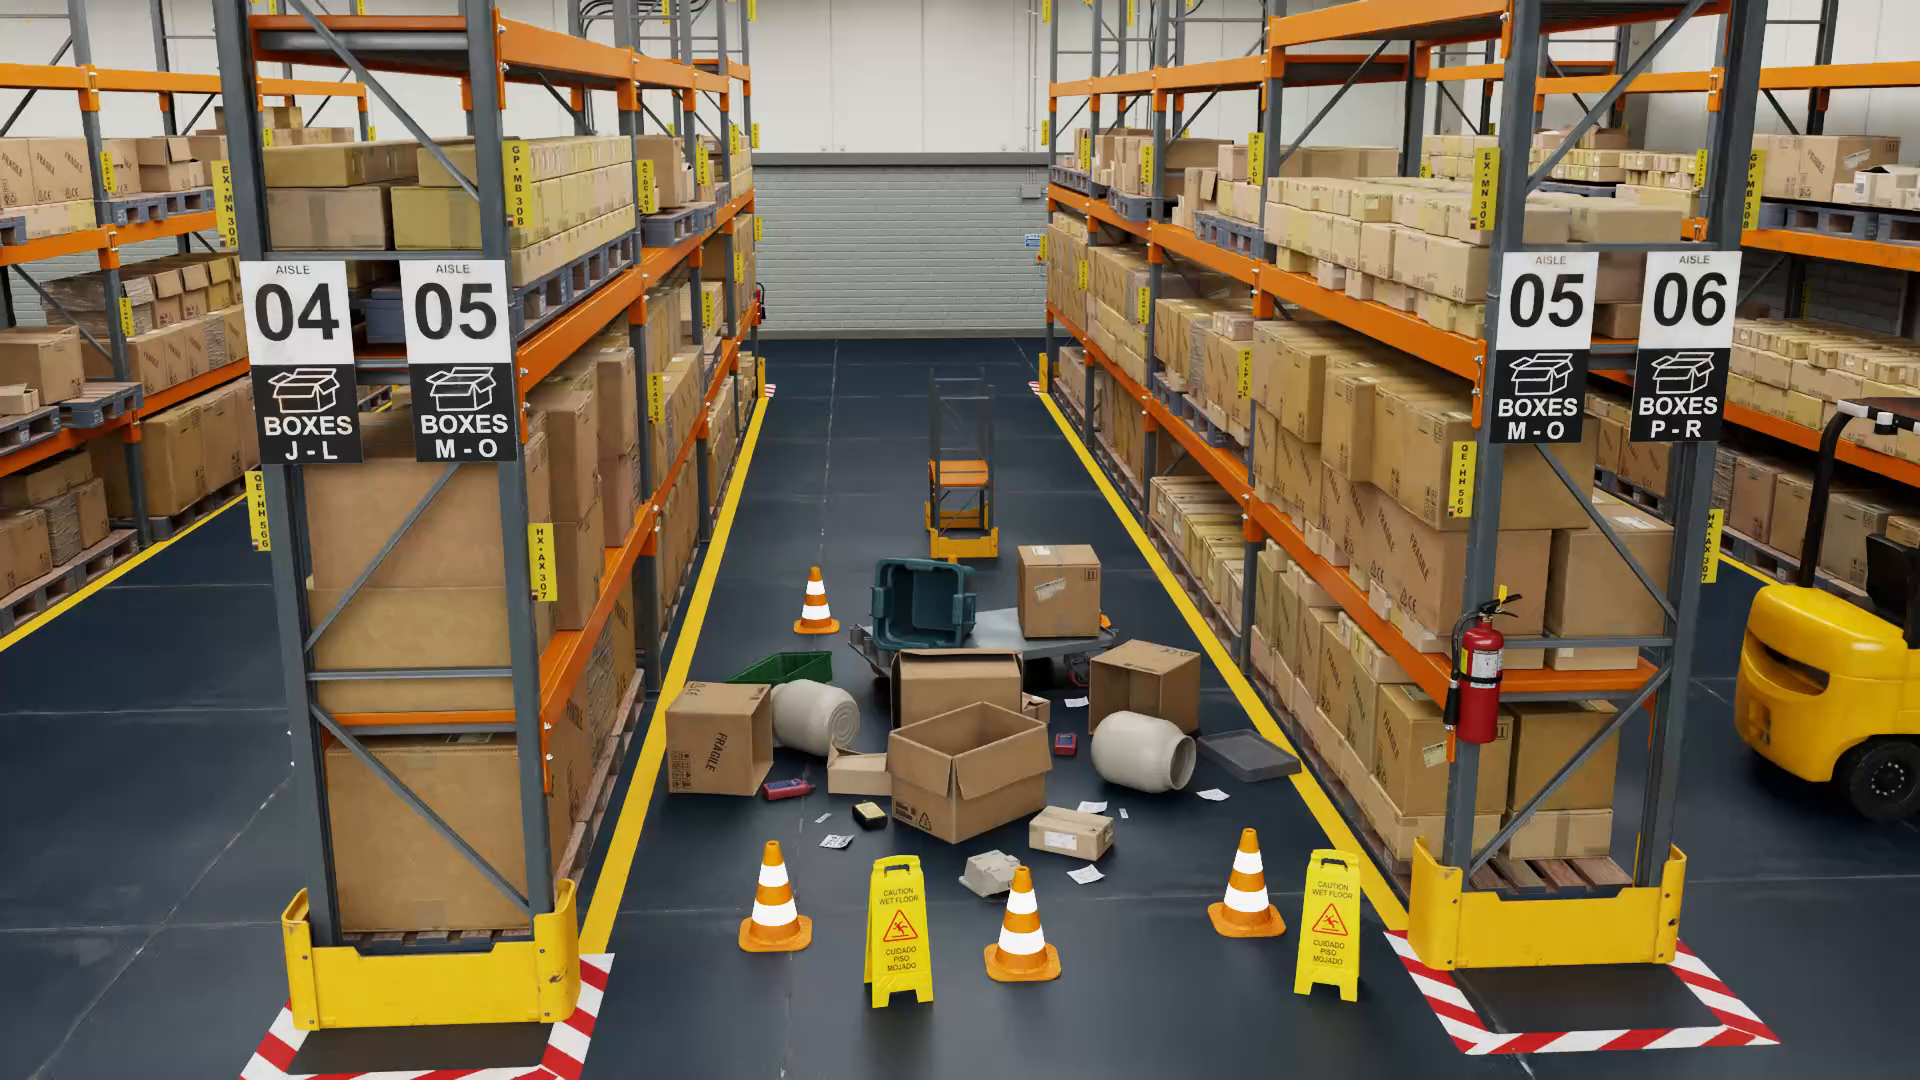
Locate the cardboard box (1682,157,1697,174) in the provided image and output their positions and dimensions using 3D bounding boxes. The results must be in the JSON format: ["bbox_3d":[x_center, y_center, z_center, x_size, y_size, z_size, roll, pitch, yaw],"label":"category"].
[{"bbox_3d":[6.825,-3.411,15.149,0.380,0.149,0.250,0,14,-2],"label":"cardboard box"}]

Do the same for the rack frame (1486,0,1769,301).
[{"bbox_3d":[2.683,-2.451,6.494,1.000,3.000,0.127,-1,14,-3],"label":"rack frame"}]

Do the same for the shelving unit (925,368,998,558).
[{"bbox_3d":[0.005,-0.707,14.766,0.587,1.500,1.083,-1,14,-3],"label":"shelving unit"}]

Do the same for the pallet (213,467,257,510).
[{"bbox_3d":[-7.750,-0.532,16.671,1.003,0.211,1.213,-1,14,-3],"label":"pallet"}]

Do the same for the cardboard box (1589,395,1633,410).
[{"bbox_3d":[6.840,-1.431,17.441,0.380,0.149,0.250,-1,14,-3],"label":"cardboard box"}]

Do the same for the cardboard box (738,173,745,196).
[{"bbox_3d":[-2.813,-4.182,19.543,0.500,0.250,0.500,0,14,-1],"label":"cardboard box"}]

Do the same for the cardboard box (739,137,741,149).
[{"bbox_3d":[-2.881,-4.842,20.302,0.380,0.149,0.250,-1,14,-2],"label":"cardboard box"}]

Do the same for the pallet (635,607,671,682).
[{"bbox_3d":[-2.622,0.720,11.802,1.003,0.211,1.213,-1,14,-3],"label":"pallet"}]

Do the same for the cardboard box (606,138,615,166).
[{"bbox_3d":[-2.112,-2.135,9.144,0.380,0.149,0.250,-1,14,-2],"label":"cardboard box"}]

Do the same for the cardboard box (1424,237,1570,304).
[{"bbox_3d":[2.383,-1.193,7.328,0.500,0.250,0.500,-1,14,-4],"label":"cardboard box"}]

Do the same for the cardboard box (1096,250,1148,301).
[{"bbox_3d":[1.739,-2.823,17.771,0.500,0.500,0.500,-1,14,-4],"label":"cardboard box"}]

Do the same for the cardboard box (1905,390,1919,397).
[{"bbox_3d":[7.104,-0.906,11.826,0.500,0.250,0.500,-1,14,-5],"label":"cardboard box"}]

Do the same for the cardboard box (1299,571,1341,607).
[{"bbox_3d":[2.204,0.288,9.757,0.380,0.149,0.250,0,14,0],"label":"cardboard box"}]

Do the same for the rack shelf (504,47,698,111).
[{"bbox_3d":[-2.623,-3.300,12.039,1.077,0.370,4.000,-1,14,-3],"label":"rack shelf"}]

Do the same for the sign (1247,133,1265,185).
[{"bbox_3d":[1.882,-2.425,10.584,0.100,0.325,0.005,-1,14,-3],"label":"sign"}]

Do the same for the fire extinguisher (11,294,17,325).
[{"bbox_3d":[-12.698,-3.122,22.045,0.296,0.674,0.183,-1,14,-3],"label":"fire extinguisher"}]

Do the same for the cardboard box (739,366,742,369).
[{"bbox_3d":[-2.925,-2.082,20.784,0.380,0.149,0.250,-1,14,-5],"label":"cardboard box"}]

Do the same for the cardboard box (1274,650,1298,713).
[{"bbox_3d":[2.247,0.871,10.297,0.500,0.250,0.500,0,14,0],"label":"cardboard box"}]

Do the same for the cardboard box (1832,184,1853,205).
[{"bbox_3d":[6.970,-2.662,12.793,0.380,0.149,0.250,-1,14,-4],"label":"cardboard box"}]

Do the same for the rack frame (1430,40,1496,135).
[{"bbox_3d":[6.646,-6.508,22.261,1.000,3.000,0.127,-1,14,-3],"label":"rack frame"}]

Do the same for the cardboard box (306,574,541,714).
[{"bbox_3d":[-2.319,0.391,7.185,0.875,0.550,0.550,-1,14,-3],"label":"cardboard box"}]

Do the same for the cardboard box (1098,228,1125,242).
[{"bbox_3d":[1.695,-3.516,19.163,0.380,0.149,0.250,-1,14,-2],"label":"cardboard box"}]

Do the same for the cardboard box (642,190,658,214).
[{"bbox_3d":[-2.326,-2.375,11.677,0.380,0.149,0.250,-1,14,-3],"label":"cardboard box"}]

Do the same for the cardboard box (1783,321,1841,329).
[{"bbox_3d":[7.491,-1.835,14.634,0.380,0.149,0.250,-1,14,-2],"label":"cardboard box"}]

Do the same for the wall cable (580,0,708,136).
[{"bbox_3d":[-5.109,-9.295,26.637,2.277,5.999,0.120,-1,14,-3],"label":"wall cable"}]

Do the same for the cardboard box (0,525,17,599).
[{"bbox_3d":[-7.518,0.199,12.368,0.700,0.500,0.500,-2,15,-8],"label":"cardboard box"}]

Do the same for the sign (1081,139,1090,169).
[{"bbox_3d":[1.386,-4.263,18.358,0.100,0.325,0.005,-1,14,-3],"label":"sign"}]

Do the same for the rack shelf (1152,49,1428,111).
[{"bbox_3d":[2.312,-3.401,12.434,1.077,0.370,4.000,-1,14,-3],"label":"rack shelf"}]

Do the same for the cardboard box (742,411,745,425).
[{"bbox_3d":[-2.713,-1.413,19.378,0.380,0.149,0.250,0,14,-2],"label":"cardboard box"}]

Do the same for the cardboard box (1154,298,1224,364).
[{"bbox_3d":[1.984,-1.816,14.424,0.500,0.500,0.500,-1,14,-5],"label":"cardboard box"}]

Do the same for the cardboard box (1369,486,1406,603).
[{"bbox_3d":[2.348,0.006,8.185,0.500,0.500,0.500,-1,14,-3],"label":"cardboard box"}]

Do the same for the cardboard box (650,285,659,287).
[{"bbox_3d":[-3.406,-2.624,17.674,0.380,0.149,0.250,0,14,-2],"label":"cardboard box"}]

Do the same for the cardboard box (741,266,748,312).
[{"bbox_3d":[-2.807,-2.997,19.858,0.500,0.500,0.500,-1,14,-5],"label":"cardboard box"}]

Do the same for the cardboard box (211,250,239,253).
[{"bbox_3d":[-8.273,-3.047,19.048,0.500,0.500,0.500,-1,14,-3],"label":"cardboard box"}]

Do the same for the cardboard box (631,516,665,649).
[{"bbox_3d":[-2.627,0.294,11.536,1.050,0.750,0.750,-1,14,-4],"label":"cardboard box"}]

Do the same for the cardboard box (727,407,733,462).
[{"bbox_3d":[-2.666,-1.114,17.509,0.500,0.500,0.500,-1,14,-5],"label":"cardboard box"}]

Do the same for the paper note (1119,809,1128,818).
[{"bbox_3d":[0.901,1.505,9.157,0.032,0.001,0.123,-1,14,-3],"label":"paper note"}]

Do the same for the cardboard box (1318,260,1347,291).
[{"bbox_3d":[2.202,-1.469,9.199,0.380,0.149,0.250,-1,14,-5],"label":"cardboard box"}]

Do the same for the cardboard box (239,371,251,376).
[{"bbox_3d":[-7.892,-1.393,17.842,1.225,0.875,0.875,-1,14,-3],"label":"cardboard box"}]

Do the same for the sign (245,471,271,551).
[{"bbox_3d":[-2.793,-0.115,6.654,0.100,0.325,0.005,-1,14,-3],"label":"sign"}]

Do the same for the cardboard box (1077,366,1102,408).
[{"bbox_3d":[1.952,-1.873,20.587,0.875,0.438,0.875,-1,14,-5],"label":"cardboard box"}]

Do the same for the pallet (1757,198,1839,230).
[{"bbox_3d":[7.273,-2.807,14.275,1.213,0.211,1.003,0,14,-1],"label":"pallet"}]

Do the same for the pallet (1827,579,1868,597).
[{"bbox_3d":[7.305,0.549,12.467,1.003,0.211,1.213,-1,14,-3],"label":"pallet"}]

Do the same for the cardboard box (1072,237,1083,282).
[{"bbox_3d":[1.612,-3.302,19.635,0.500,0.500,0.500,-1,14,-4],"label":"cardboard box"}]

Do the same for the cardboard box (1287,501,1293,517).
[{"bbox_3d":[2.249,-0.208,10.320,0.380,0.149,0.250,-1,14,-4],"label":"cardboard box"}]

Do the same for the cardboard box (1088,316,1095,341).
[{"bbox_3d":[1.704,-2.344,18.419,0.500,0.250,0.500,-1,14,-5],"label":"cardboard box"}]

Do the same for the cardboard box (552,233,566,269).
[{"bbox_3d":[-2.000,-1.306,7.524,0.380,0.149,0.250,-1,14,-3],"label":"cardboard box"}]

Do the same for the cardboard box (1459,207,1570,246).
[{"bbox_3d":[2.368,-1.343,7.109,0.380,0.149,0.250,-1,14,-3],"label":"cardboard box"}]

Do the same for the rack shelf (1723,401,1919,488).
[{"bbox_3d":[7.265,-0.767,13.433,1.077,0.370,4.000,-1,14,-3],"label":"rack shelf"}]

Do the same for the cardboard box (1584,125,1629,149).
[{"bbox_3d":[7.031,-4.395,18.101,0.396,0.266,0.258,-1,14,-3],"label":"cardboard box"}]

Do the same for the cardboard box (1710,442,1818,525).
[{"bbox_3d":[7.167,-0.511,14.916,0.875,0.625,0.625,0,14,-2],"label":"cardboard box"}]

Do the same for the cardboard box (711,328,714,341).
[{"bbox_3d":[-2.688,-2.091,16.794,0.380,0.149,0.250,0,14,-1],"label":"cardboard box"}]

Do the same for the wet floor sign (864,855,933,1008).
[{"bbox_3d":[-0.273,1.672,7.232,0.267,0.644,0.232,-3,15,-13],"label":"wet floor sign"}]

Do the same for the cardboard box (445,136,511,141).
[{"bbox_3d":[-2.799,-2.249,9.588,0.380,0.149,0.250,-1,14,-4],"label":"cardboard box"}]

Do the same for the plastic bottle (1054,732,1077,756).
[{"bbox_3d":[0.644,1.232,10.115,0.133,0.061,0.283,2,15,6],"label":"plastic bottle"}]

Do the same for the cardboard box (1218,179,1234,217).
[{"bbox_3d":[2.198,-2.520,12.239,0.500,0.250,0.500,-1,14,-3],"label":"cardboard box"}]

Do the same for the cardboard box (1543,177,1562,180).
[{"bbox_3d":[6.614,-4.248,19.202,0.500,0.250,0.500,-1,14,-3],"label":"cardboard box"}]

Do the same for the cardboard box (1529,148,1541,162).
[{"bbox_3d":[6.474,-4.254,18.383,0.380,0.149,0.250,0,14,-2],"label":"cardboard box"}]
